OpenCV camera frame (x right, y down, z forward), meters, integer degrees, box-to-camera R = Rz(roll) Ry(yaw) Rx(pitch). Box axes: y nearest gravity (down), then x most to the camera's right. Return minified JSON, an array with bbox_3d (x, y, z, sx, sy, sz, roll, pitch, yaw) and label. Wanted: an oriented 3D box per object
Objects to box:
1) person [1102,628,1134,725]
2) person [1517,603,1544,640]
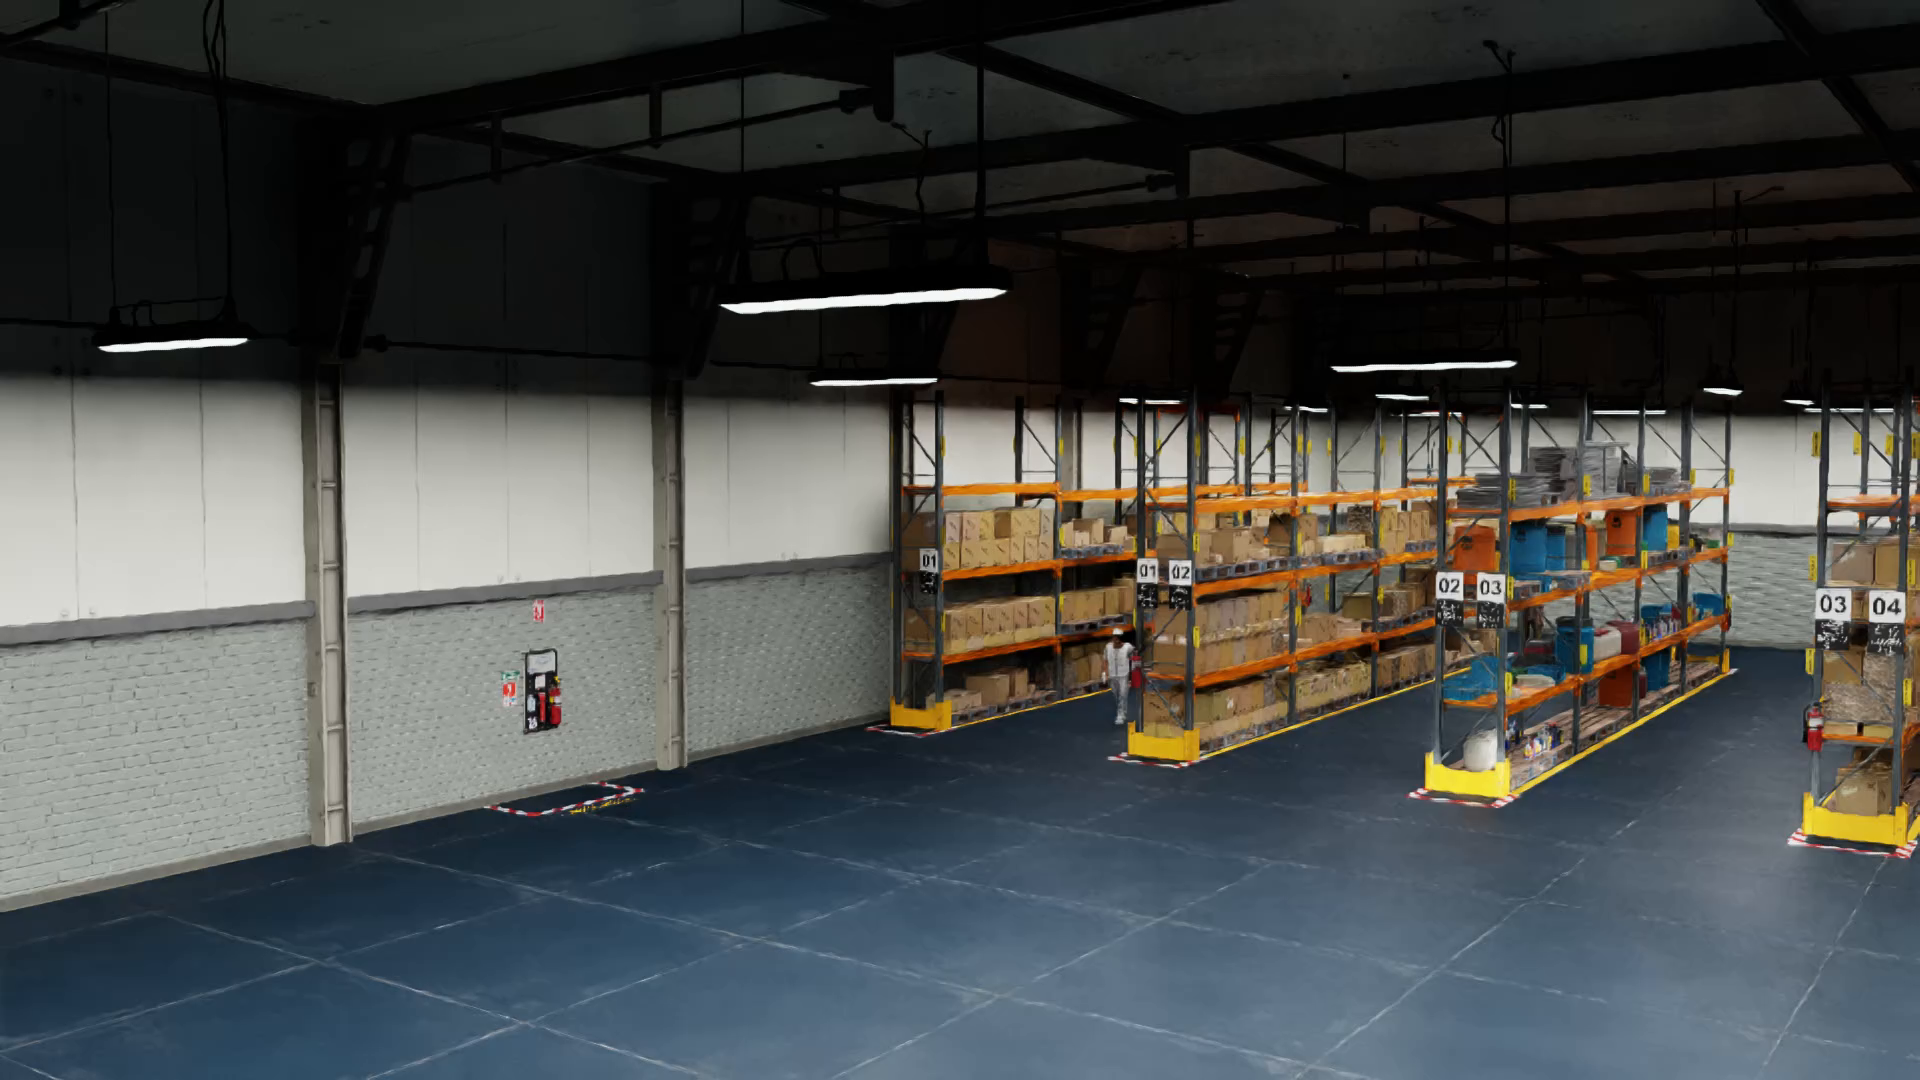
[{"bbox_3d":[2.847,2.439,30.036,0.554,1.724,1.031,2,4,26],"label":"person"},{"bbox_3d":[13.839,1.873,40.280,0.635,1.735,1.027,1,3,12],"label":"person"}]
